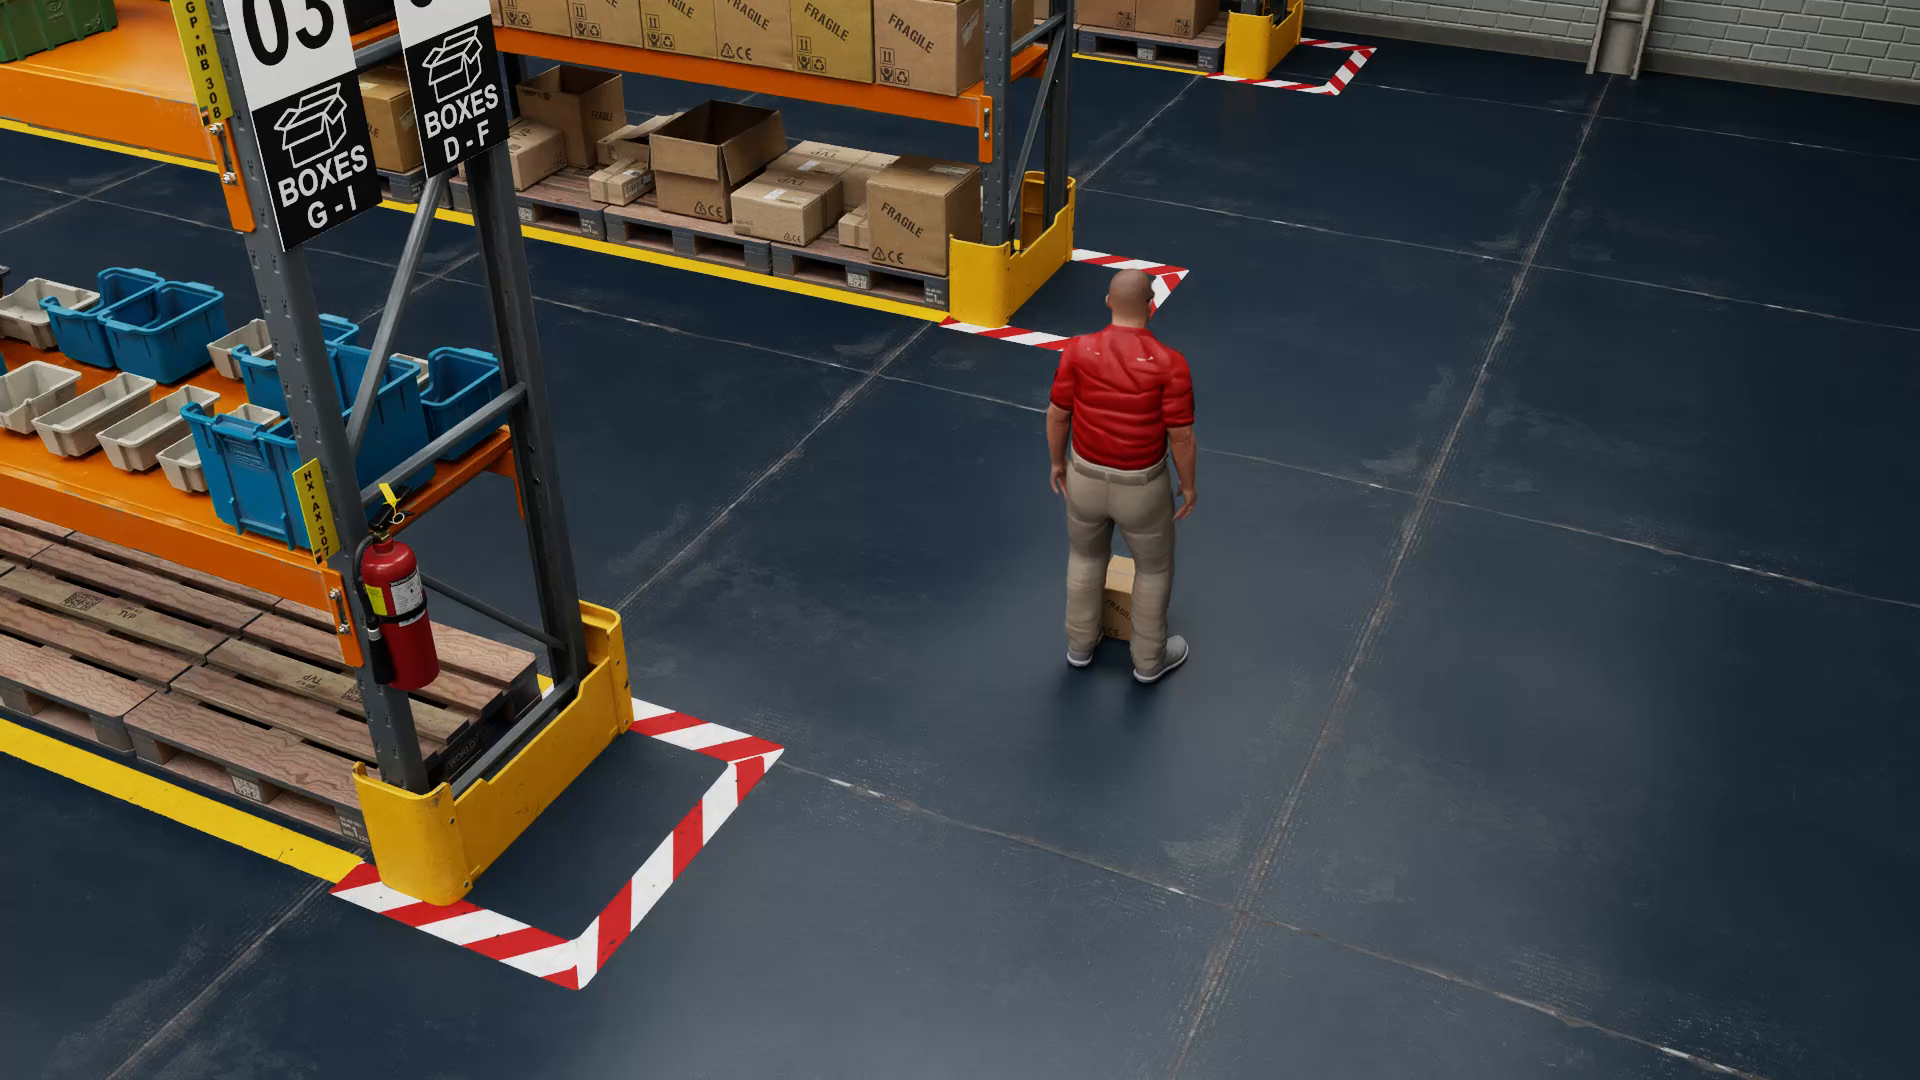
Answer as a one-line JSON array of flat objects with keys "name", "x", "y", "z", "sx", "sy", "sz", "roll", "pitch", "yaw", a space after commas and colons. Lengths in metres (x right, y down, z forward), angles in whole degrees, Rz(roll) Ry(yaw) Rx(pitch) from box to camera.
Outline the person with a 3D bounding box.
[{"name": "person", "x": 0.631, "y": -0.232, "z": 6.503, "sx": 0.602, "sy": 1.728, "sz": 0.384, "roll": 13, "pitch": 36, "yaw": 19}]
